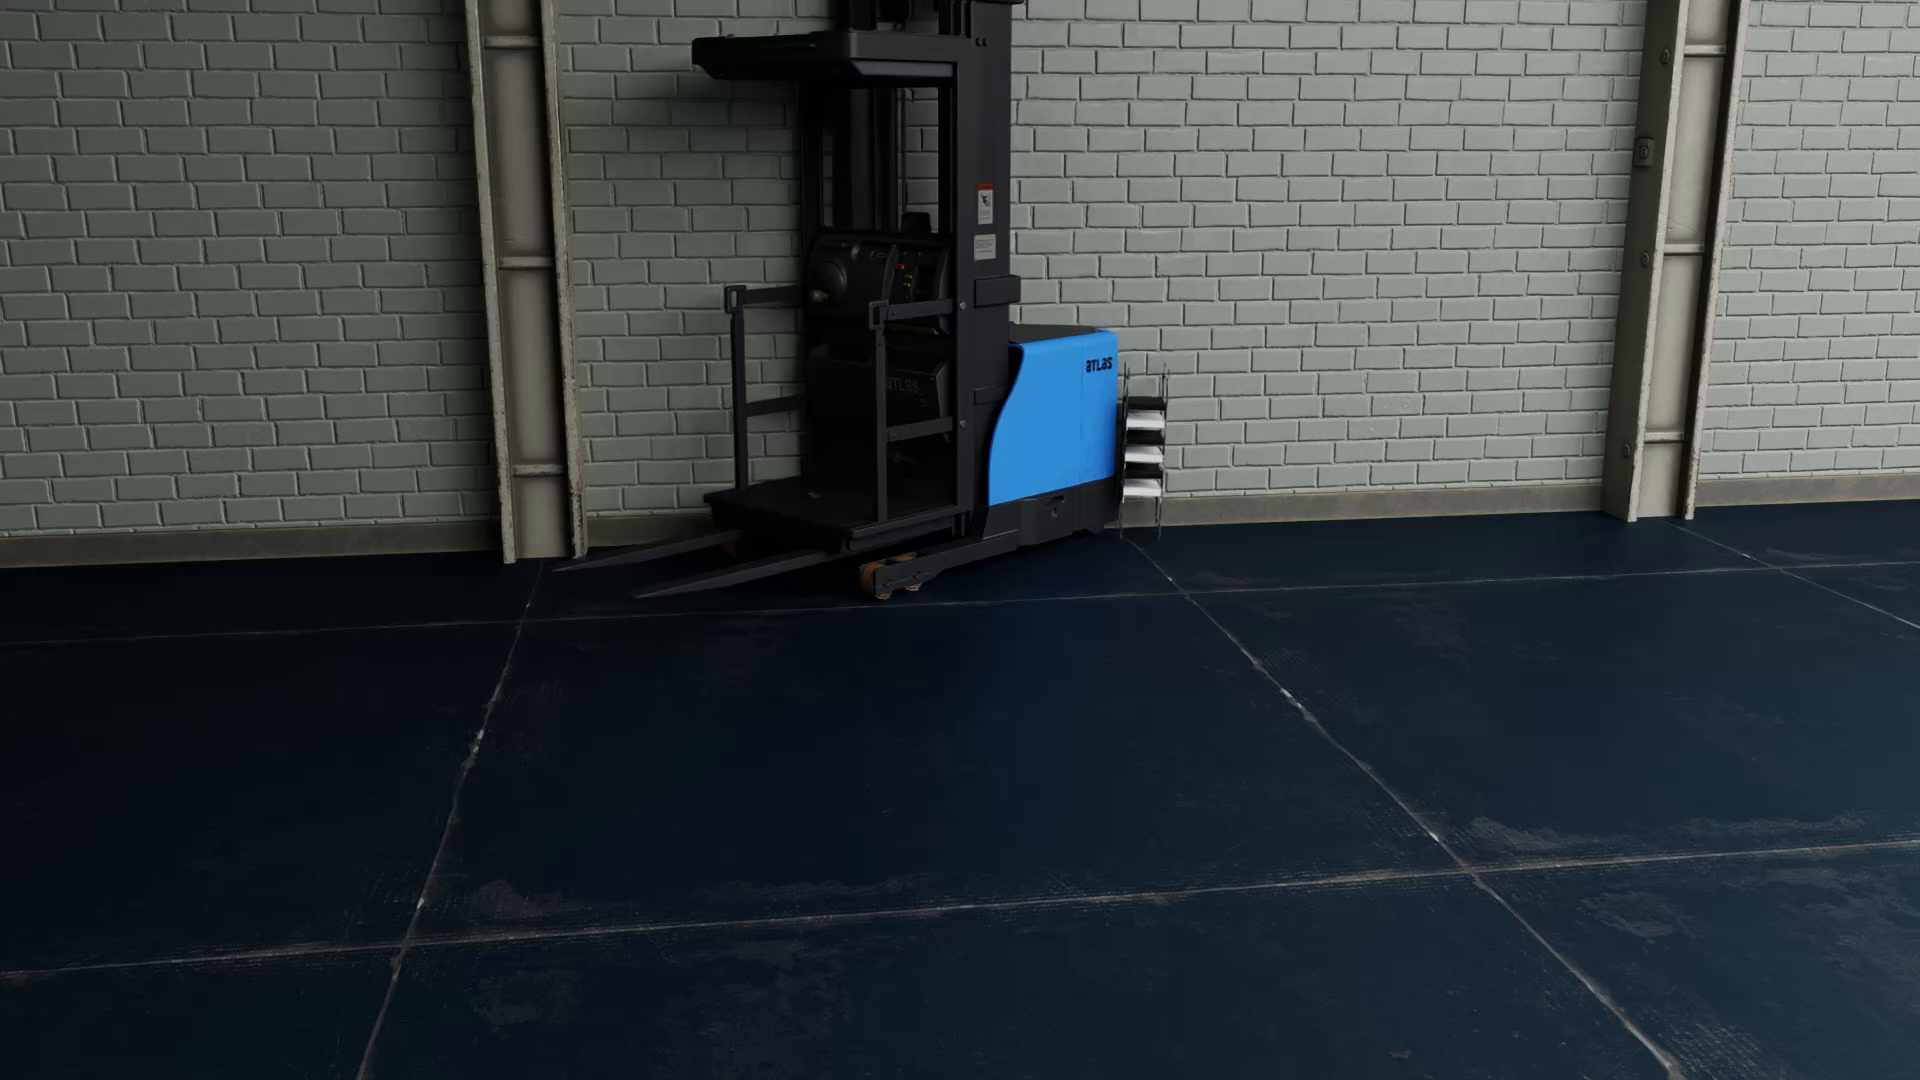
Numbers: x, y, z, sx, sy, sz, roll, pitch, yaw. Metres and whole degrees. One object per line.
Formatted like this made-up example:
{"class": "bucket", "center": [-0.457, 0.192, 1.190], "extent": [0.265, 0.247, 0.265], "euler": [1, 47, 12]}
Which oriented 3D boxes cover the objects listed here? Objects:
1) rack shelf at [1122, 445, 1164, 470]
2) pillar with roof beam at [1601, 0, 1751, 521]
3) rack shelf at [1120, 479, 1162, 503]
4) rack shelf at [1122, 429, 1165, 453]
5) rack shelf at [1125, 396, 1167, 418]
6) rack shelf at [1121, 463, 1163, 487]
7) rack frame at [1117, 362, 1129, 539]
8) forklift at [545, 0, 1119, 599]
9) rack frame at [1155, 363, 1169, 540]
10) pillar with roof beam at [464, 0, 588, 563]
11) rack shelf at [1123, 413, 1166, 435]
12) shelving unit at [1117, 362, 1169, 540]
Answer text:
{"class": "rack shelf", "center": [0.957, -0.435, 8.734], "extent": [0.200, 0.077, 0.258], "euler": [2, 14, 1]}
{"class": "pillar with roof beam", "center": [4.477, -3.475, 4.079], "extent": [0.400, 9.000, 9.100], "euler": [-2, 14, -8]}
{"class": "rack shelf", "center": [0.953, -0.261, 8.778], "extent": [0.200, 0.077, 0.258], "euler": [2, 14, 1]}
{"class": "rack shelf", "center": [0.959, -0.523, 8.712], "extent": [0.200, 0.077, 0.258], "euler": [2, 14, 1]}
{"class": "rack shelf", "center": [0.963, -0.697, 8.669], "extent": [0.200, 0.077, 0.258], "euler": [2, 14, 1]}
{"class": "rack shelf", "center": [0.955, -0.348, 8.756], "extent": [0.200, 0.077, 0.258], "euler": [2, 14, 1]}
{"class": "rack frame", "center": [0.856, -0.470, 8.728], "extent": [0.006, 0.900, 0.240], "euler": [2, 14, 1]}
{"class": "forklift", "center": [-0.540, -1.289, 7.838], "extent": [1.130, 2.935, 3.031], "euler": [13, 19, 42]}
{"class": "rack frame", "center": [1.059, -0.465, 8.725], "extent": [0.006, 0.900, 0.240], "euler": [2, 14, 1]}
{"class": "pillar with roof beam", "center": [-1.456, -3.258, 3.212], "extent": [0.400, 9.000, 9.100], "euler": [-2, 14, -8]}
{"class": "rack shelf", "center": [0.961, -0.610, 8.690], "extent": [0.200, 0.077, 0.258], "euler": [2, 14, 1]}
{"class": "shelving unit", "center": [0.957, -0.468, 8.726], "extent": [0.210, 0.900, 0.258], "euler": [2, 14, 1]}
